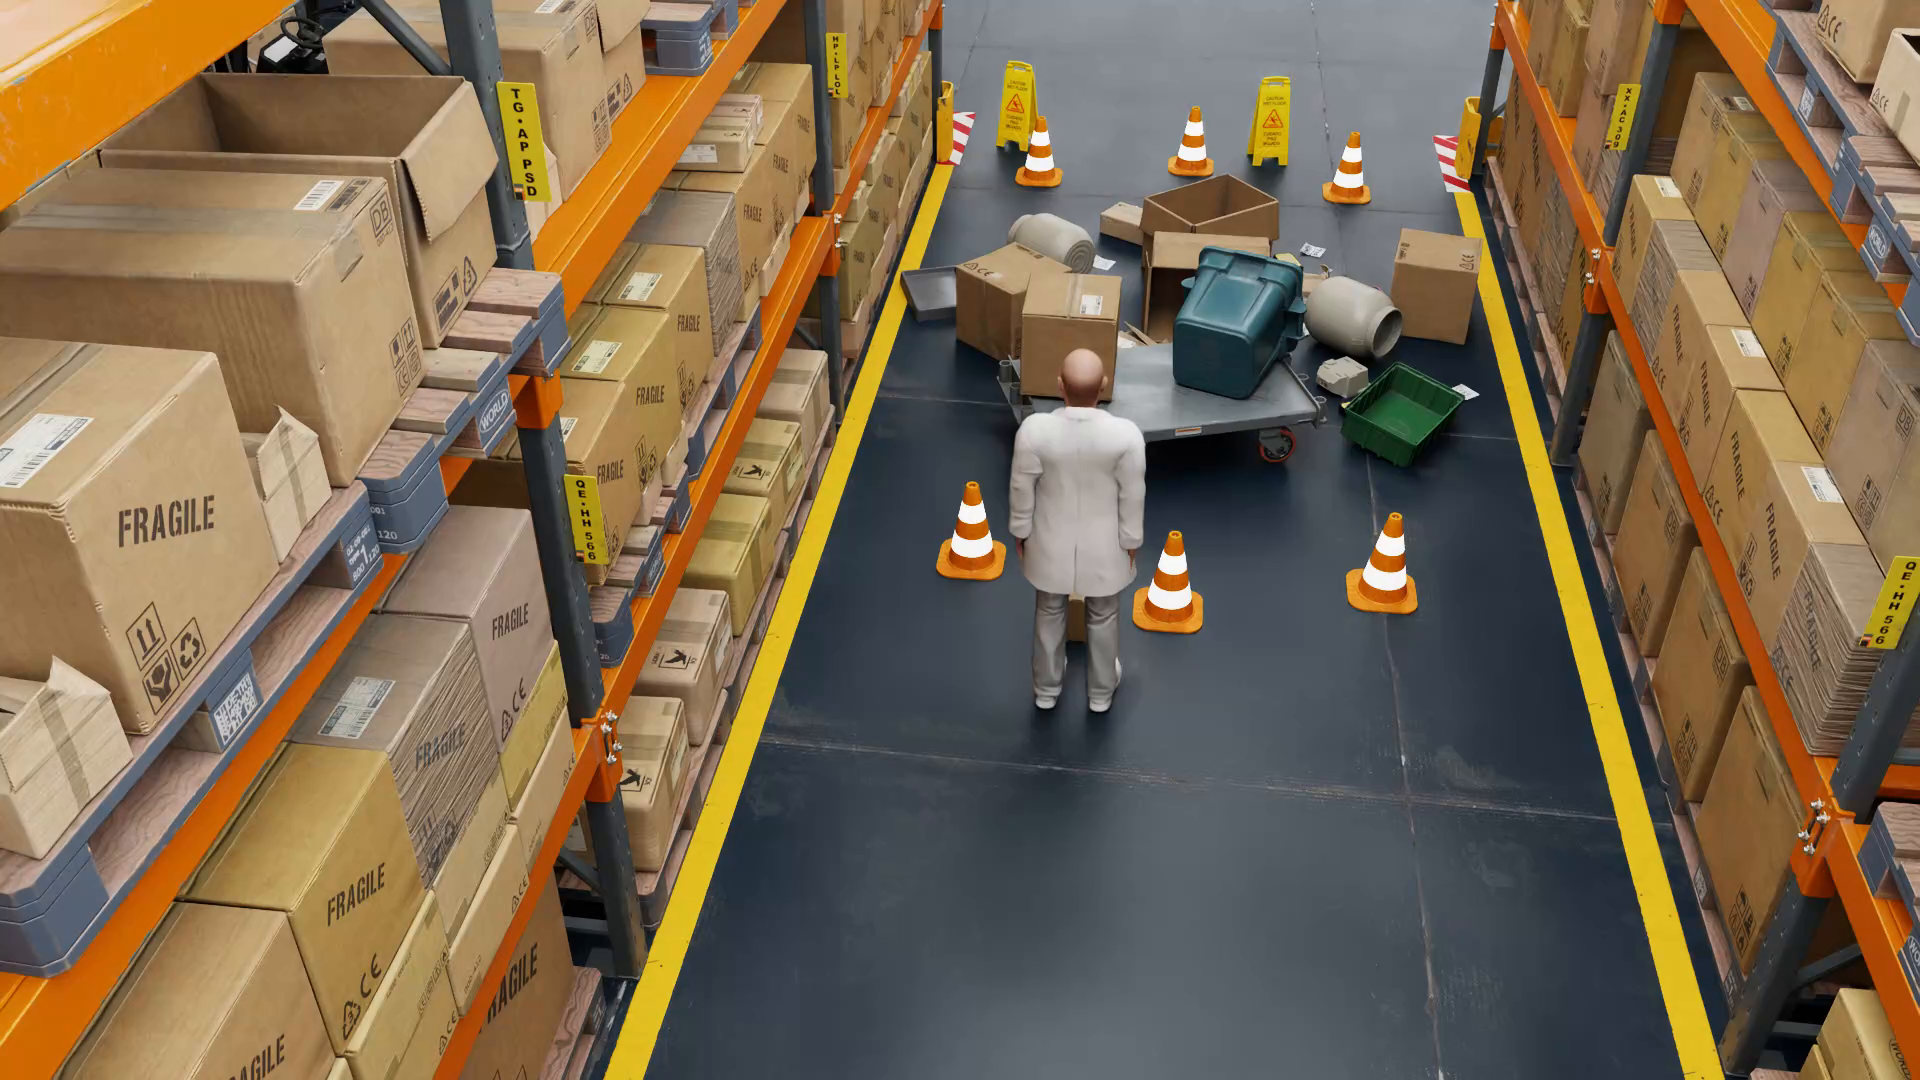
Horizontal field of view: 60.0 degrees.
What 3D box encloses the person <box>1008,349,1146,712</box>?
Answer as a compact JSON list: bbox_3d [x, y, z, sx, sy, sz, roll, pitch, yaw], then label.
[{"bbox_3d":[0.496,-0.045,7.097,0.574,1.784,0.416,5,36,6],"label":"person"}]
